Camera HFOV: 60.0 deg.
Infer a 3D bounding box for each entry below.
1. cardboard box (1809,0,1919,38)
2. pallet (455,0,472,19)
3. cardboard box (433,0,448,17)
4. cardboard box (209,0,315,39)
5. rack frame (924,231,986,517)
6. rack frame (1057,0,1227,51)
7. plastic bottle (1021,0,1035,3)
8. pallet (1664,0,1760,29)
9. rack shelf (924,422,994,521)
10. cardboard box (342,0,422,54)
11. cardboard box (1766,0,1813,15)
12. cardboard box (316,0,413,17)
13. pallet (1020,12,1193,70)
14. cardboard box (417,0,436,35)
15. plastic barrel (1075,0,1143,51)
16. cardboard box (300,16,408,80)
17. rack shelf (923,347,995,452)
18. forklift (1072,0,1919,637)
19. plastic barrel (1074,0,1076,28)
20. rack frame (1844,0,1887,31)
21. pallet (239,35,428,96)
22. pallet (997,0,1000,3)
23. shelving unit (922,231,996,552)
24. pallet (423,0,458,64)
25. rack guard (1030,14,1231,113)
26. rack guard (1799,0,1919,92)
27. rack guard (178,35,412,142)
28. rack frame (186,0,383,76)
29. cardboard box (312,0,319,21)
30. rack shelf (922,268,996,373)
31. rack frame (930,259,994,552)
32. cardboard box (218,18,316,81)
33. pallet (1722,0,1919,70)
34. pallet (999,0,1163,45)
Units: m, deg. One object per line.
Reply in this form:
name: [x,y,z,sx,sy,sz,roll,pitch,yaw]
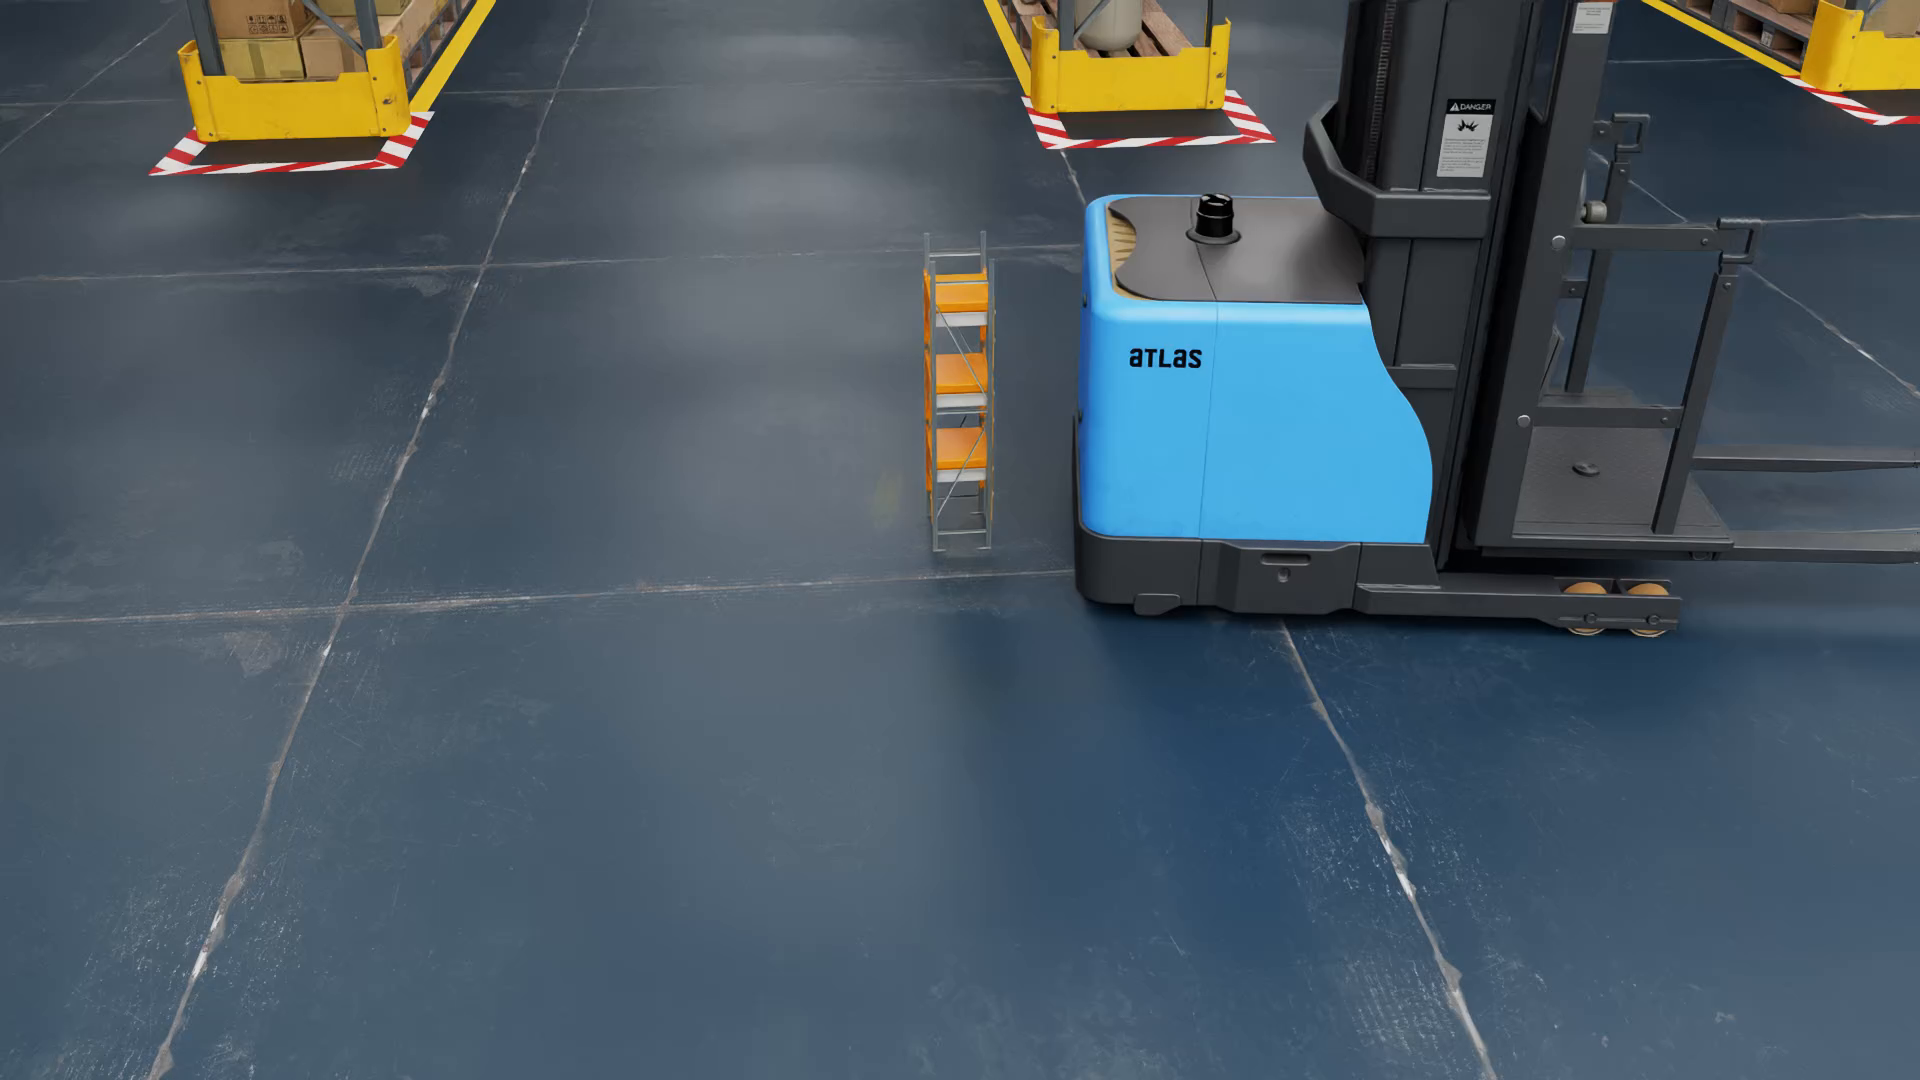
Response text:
cardboard box: [5.972,-3.613,10.902,0.500,0.500,0.500,3,31,5]
pallet: [-4.190,-4.151,12.493,1.003,0.211,1.213,-3,31,-5]
cardboard box: [-3.816,-3.764,11.398,0.500,0.250,0.500,-3,31,-5]
cardboard box: [-4.196,-3.295,9.882,0.500,0.500,0.500,-3,31,-5]
rack frame: [-0.016,-0.540,5.631,0.200,1.050,0.008,-3,31,-5]
rack frame: [1.083,-3.949,9.436,1.000,3.000,0.127,-3,31,-5]
plastic bottle: [0.475,-3.853,11.576,0.097,0.201,0.097,0,31,0]
pallet: [5.856,-4.066,12.351,1.003,0.211,1.213,-3,31,-5]
rack shelf: [-0.005,-0.230,5.674,0.215,0.259,0.240,-3,31,-5]
cardboard box: [-3.728,-3.253,10.543,0.500,0.250,0.500,-3,31,-5]
cardboard box: [5.883,-3.917,11.410,0.500,0.500,0.500,5,31,8]
cardboard box: [-3.726,-3.575,10.351,0.500,0.500,0.500,-3,31,-5]
pallet: [0.958,-3.203,10.907,1.003,0.211,1.213,-3,31,-5]
cardboard box: [-3.774,-3.508,10.970,0.500,0.250,0.500,-3,31,-5]
plastic barrel: [0.945,-3.394,10.523,0.421,0.512,0.421,0,31,0]
cardboard box: [-3.678,-2.998,10.116,0.500,0.250,0.500,-3,31,-5]
rack shelf: [-0.005,-0.469,5.532,0.215,0.259,0.240,-3,31,-5]
forklift: [1.905,-1.233,4.956,3.031,2.935,1.130,1,31,2]
plastic barrel: [0.898,-3.650,10.951,0.421,0.512,0.421,0,31,0]
rack frame: [6.014,-4.186,9.834,1.000,3.000,0.127,-3,31,-5]
pallet: [-3.962,-2.905,10.408,1.003,0.211,1.213,-3,31,-5]
pallet: [0.730,-4.449,12.993,1.003,0.211,1.213,-3,31,-5]
shelving unit: [-0.005,-0.478,5.527,0.215,1.050,0.252,-3,31,-5]
pallet: [-4.073,-3.526,11.448,1.003,0.211,1.213,-3,31,-5]
rack guard: [1.029,-2.912,10.138,1.175,0.500,0.348,-3,31,-5]
rack guard: [6.007,-3.152,10.540,1.175,0.500,0.348,-3,31,-5]
rack guard: [-3.847,-2.628,9.663,1.175,0.500,0.348,-3,31,-5]
rack frame: [-3.849,-3.714,9.042,1.000,3.000,0.127,-3,31,-5]
cardboard box: [-4.252,-3.228,10.501,0.500,0.250,0.500,-3,31,-5]
rack shelf: [-0.005,-0.713,5.386,0.215,0.259,0.240,-3,31,-5]
rack frame: [0.006,-0.416,5.422,0.200,1.050,0.008,-3,31,-5]
cardboard box: [-4.193,-2.973,10.074,0.500,0.250,0.500,-3,31,-5]
pallet: [5.966,-3.444,11.311,1.003,0.211,1.213,-3,31,-5]
pallet: [0.848,-3.825,11.948,1.003,0.211,1.213,-3,31,-5]
